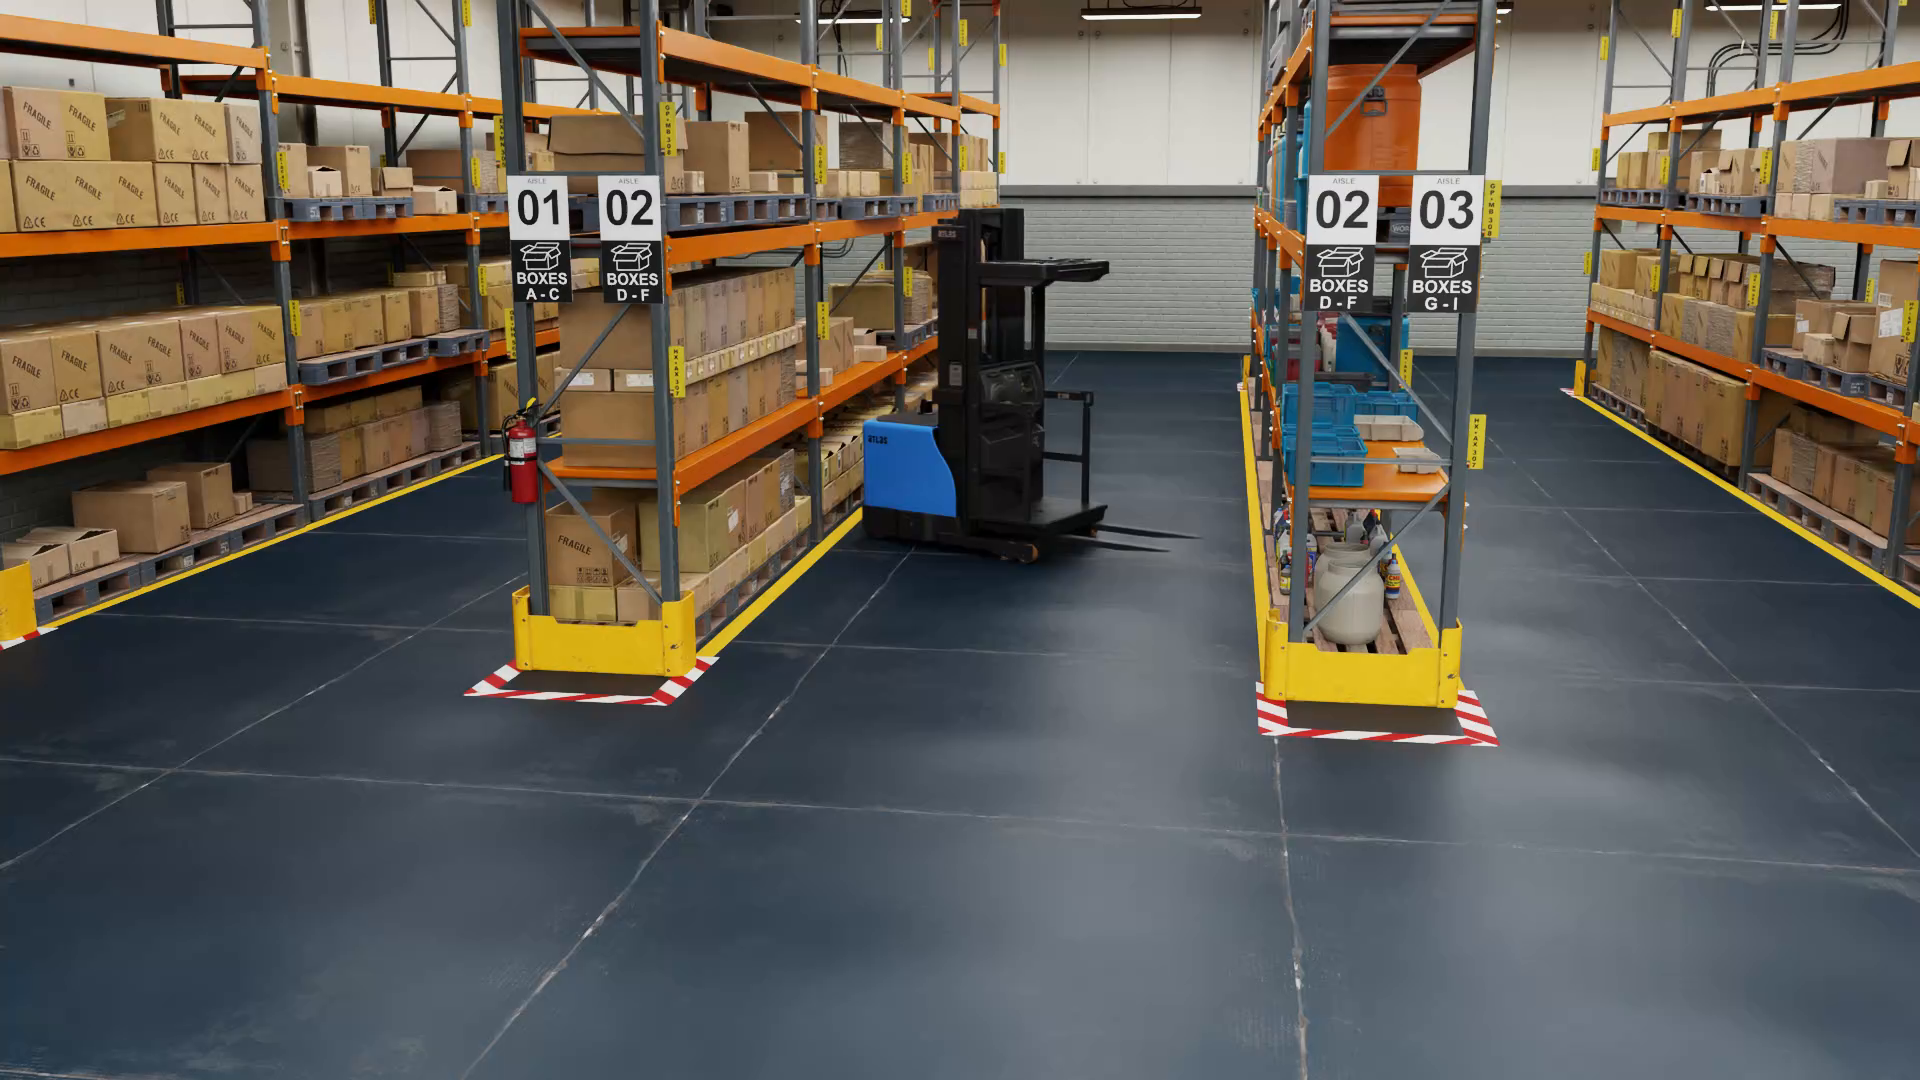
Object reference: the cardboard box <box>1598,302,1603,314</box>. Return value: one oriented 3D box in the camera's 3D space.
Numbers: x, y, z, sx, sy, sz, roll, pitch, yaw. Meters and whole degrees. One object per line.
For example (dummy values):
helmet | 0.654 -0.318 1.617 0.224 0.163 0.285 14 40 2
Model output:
cardboard box | 9.436 -3.348 24.003 0.380 0.149 0.250 2 12 7

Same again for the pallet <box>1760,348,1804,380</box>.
pallet | 8.659 -1.729 16.354 1.213 0.211 1.003 2 12 9

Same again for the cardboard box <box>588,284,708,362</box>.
cardboard box | -2.186 -1.532 11.665 0.700 0.500 0.500 2 12 7

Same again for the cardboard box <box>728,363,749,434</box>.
cardboard box | -2.035 -1.099 12.738 0.700 0.500 0.500 2 12 10

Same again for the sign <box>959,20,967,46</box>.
sign | 0.040 -6.579 21.570 0.100 0.325 0.005 2 12 9

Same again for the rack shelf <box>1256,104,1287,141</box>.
rack shelf | 4.693 -5.770 23.064 1.077 0.370 4.000 2 12 9

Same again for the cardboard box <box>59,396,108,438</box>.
cardboard box | -6.795 -0.928 12.486 0.500 0.250 0.500 1 12 7

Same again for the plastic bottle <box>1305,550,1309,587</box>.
plastic bottle | 2.560 0.198 12.359 0.061 0.283 0.133 2 12 9

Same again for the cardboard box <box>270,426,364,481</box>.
cardboard box | -6.508 -0.880 16.846 0.700 0.500 0.500 2 12 8

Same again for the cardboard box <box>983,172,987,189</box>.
cardboard box | 0.122 -5.276 24.406 0.500 0.250 0.500 2 12 9

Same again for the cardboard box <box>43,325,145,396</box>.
cardboard box | -6.708 -1.394 12.869 0.500 0.500 0.500 1 12 7

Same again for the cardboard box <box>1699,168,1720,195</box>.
cardboard box | 9.021 -4.210 19.505 0.500 0.311 0.500 1 12 7

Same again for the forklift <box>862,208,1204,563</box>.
forklift | 0.620 -1.361 14.353 3.031 2.935 1.130 8 15 33

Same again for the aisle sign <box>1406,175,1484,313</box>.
aisle sign | 2.818 -1.717 9.668 0.394 0.787 0.004 2 12 9

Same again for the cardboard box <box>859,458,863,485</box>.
cardboard box | -1.196 -0.721 16.751 0.500 0.250 0.500 2 12 10

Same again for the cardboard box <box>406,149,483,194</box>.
cardboard box | -6.003 -4.288 19.367 0.700 0.500 0.500 1 12 4

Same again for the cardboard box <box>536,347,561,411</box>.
cardboard box | -5.509 -2.119 21.812 0.750 0.750 0.750 2 12 10

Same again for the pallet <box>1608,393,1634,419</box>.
pallet | 9.659 -1.855 23.100 1.003 0.211 1.213 2 12 9

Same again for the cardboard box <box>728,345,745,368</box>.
cardboard box | -1.844 -1.392 12.556 0.380 0.149 0.250 2 12 9

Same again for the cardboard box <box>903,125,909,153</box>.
cardboard box | -0.894 -4.604 19.505 0.500 0.500 0.500 2 12 9

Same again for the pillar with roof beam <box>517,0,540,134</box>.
pillar with roof beam | -1.897 -6.256 22.663 9.100 9.000 0.400 2 12 9

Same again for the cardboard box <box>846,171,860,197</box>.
cardboard box | -1.300 -3.570 16.680 0.500 0.250 0.500 2 12 8

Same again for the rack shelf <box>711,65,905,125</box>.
rack shelf | -1.432 -4.266 16.085 1.077 0.370 4.000 2 12 9

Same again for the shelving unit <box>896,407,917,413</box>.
shelving unit | -0.441 -0.722 15.848 0.215 1.050 0.252 12 17 44

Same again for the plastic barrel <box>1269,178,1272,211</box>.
plastic barrel | 3.419 -3.602 17.201 0.421 0.512 0.421 0 12 0

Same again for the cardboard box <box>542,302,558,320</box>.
cardboard box | -5.452 -3.074 21.147 0.500 0.500 0.500 2 12 10

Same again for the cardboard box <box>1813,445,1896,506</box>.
cardboard box | 8.427 -0.594 15.518 0.700 0.500 0.500 3 13 13

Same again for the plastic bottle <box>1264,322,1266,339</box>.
plastic bottle | 3.635 -2.481 19.661 0.061 0.283 0.133 2 12 9

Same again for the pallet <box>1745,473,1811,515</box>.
pallet | 8.542 -0.449 16.577 1.003 0.211 1.213 2 12 9

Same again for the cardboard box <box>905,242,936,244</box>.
cardboard box | -0.533 -3.992 23.788 0.500 0.500 0.500 2 12 9

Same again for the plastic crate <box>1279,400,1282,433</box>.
plastic crate | 2.667 -0.926 12.672 0.450 0.188 0.662 2 12 9

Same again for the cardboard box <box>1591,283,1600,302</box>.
cardboard box | 9.554 -3.621 24.327 0.500 0.250 0.500 2 12 7

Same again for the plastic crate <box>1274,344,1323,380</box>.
plastic crate | 2.927 -1.445 14.426 0.402 0.464 0.583 2 12 9

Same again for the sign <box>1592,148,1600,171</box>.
sign | 9.347 -5.592 24.438 0.100 0.325 0.005 2 12 9

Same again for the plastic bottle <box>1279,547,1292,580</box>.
plastic bottle | 2.455 0.198 12.375 0.152 0.276 0.135 2 12 9

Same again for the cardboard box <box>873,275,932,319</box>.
cardboard box | -0.720 -3.014 20.624 0.700 0.500 0.500 -1 12 -6

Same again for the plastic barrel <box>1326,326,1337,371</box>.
plastic barrel | 3.631 -1.714 15.504 0.433 0.535 0.433 0 12 0

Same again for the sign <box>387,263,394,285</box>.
sign | -6.568 -3.040 19.230 0.100 0.325 0.005 2 12 9

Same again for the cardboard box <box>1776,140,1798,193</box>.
cardboard box | 8.337 -3.645 16.243 0.500 0.500 0.500 2 12 9

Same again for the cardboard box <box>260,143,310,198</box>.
cardboard box | -6.471 -3.456 15.554 0.500 0.500 0.500 4 13 17

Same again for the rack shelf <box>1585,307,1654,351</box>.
rack shelf | 9.587 -2.872 22.909 1.077 0.370 4.000 2 12 9

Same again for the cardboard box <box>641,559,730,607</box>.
cardboard box | -1.979 0.299 12.017 0.500 0.250 0.500 2 12 9

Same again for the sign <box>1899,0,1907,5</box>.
sign | 9.201 -5.388 16.227 0.100 0.325 0.005 2 12 9

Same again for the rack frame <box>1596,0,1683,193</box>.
rack frame | 9.894 -6.573 24.133 1.000 3.000 0.127 2 12 9

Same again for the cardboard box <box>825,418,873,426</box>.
cardboard box | -1.115 -1.102 17.184 0.500 0.311 0.500 2 12 8

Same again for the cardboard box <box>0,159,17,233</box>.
cardboard box | -6.951 -2.378 11.501 0.500 0.500 0.500 2 12 10

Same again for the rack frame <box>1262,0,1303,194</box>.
rack frame | 4.385 -5.901 21.014 1.000 3.000 0.127 2 12 9

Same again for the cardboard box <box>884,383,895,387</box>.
cardboard box | -1.058 -1.709 20.694 0.500 0.500 0.500 1 12 7

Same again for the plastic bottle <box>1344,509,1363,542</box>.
plastic bottle | 3.198 -0.084 13.508 0.144 0.351 0.185 2 12 9

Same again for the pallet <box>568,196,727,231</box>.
pallet | -2.220 -2.201 11.176 1.003 0.211 1.213 2 12 9

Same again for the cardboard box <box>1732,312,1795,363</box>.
cardboard box | 8.495 -2.135 17.541 0.500 0.500 0.500 2 12 10

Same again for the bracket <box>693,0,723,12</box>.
bracket | -4.540 -9.850 30.793 0.076 0.066 3.189 2 12 9

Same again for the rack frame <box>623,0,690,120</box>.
rack frame | -4.789 -7.055 26.367 1.000 3.000 0.127 2 12 9

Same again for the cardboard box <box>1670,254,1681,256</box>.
cardboard box | 9.764 -3.549 22.209 0.500 0.500 0.500 1 12 7

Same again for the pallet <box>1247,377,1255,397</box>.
pallet | 4.835 -2.267 25.013 1.003 0.211 1.213 2 12 9

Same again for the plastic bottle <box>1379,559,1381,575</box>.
plastic bottle | 3.210 0.203 12.531 0.097 0.201 0.097 0 12 0

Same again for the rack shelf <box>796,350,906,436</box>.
rack shelf | -1.432 -1.529 16.675 1.077 0.370 4.000 2 12 9
